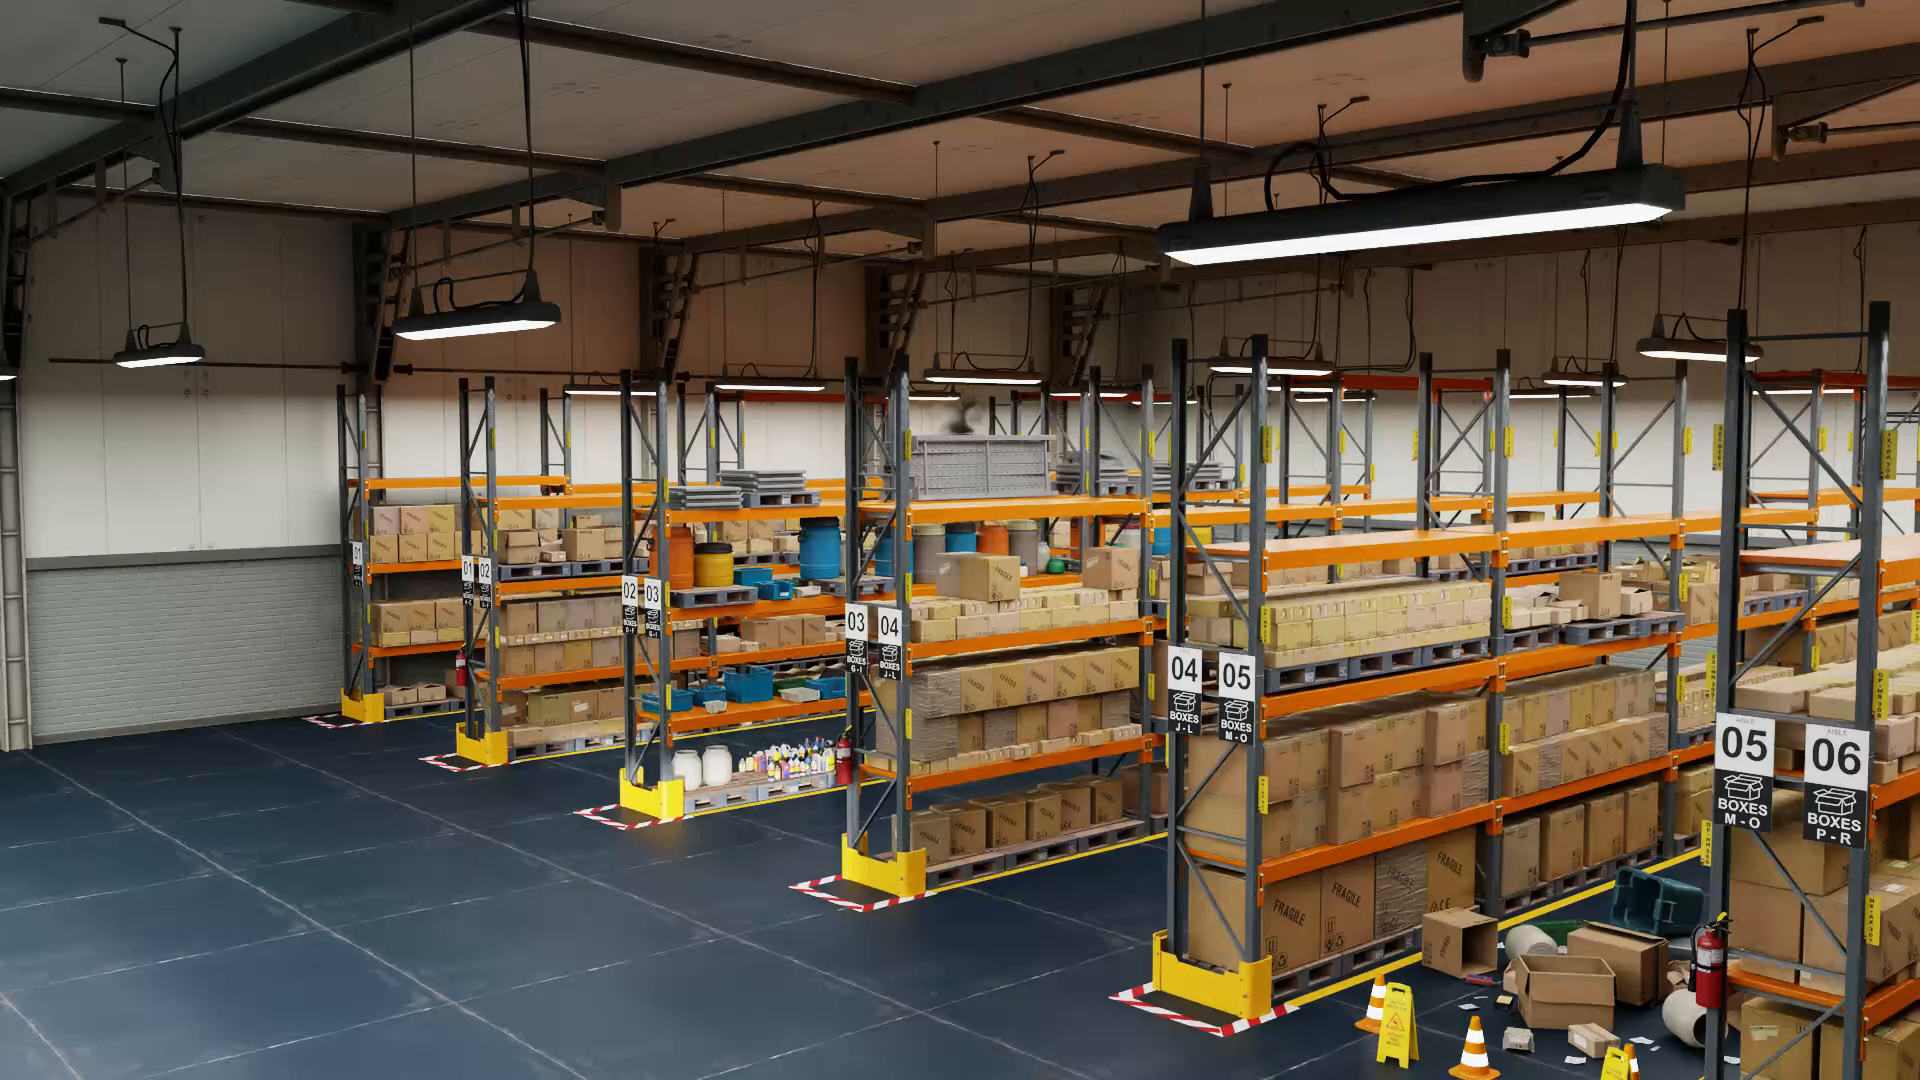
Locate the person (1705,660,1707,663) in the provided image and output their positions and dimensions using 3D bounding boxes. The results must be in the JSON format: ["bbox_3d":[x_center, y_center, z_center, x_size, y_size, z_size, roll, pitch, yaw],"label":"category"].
[{"bbox_3d":[11.578,2.644,25.758,0.621,1.645,0.566,-4,5,-45],"label":"person"}]
